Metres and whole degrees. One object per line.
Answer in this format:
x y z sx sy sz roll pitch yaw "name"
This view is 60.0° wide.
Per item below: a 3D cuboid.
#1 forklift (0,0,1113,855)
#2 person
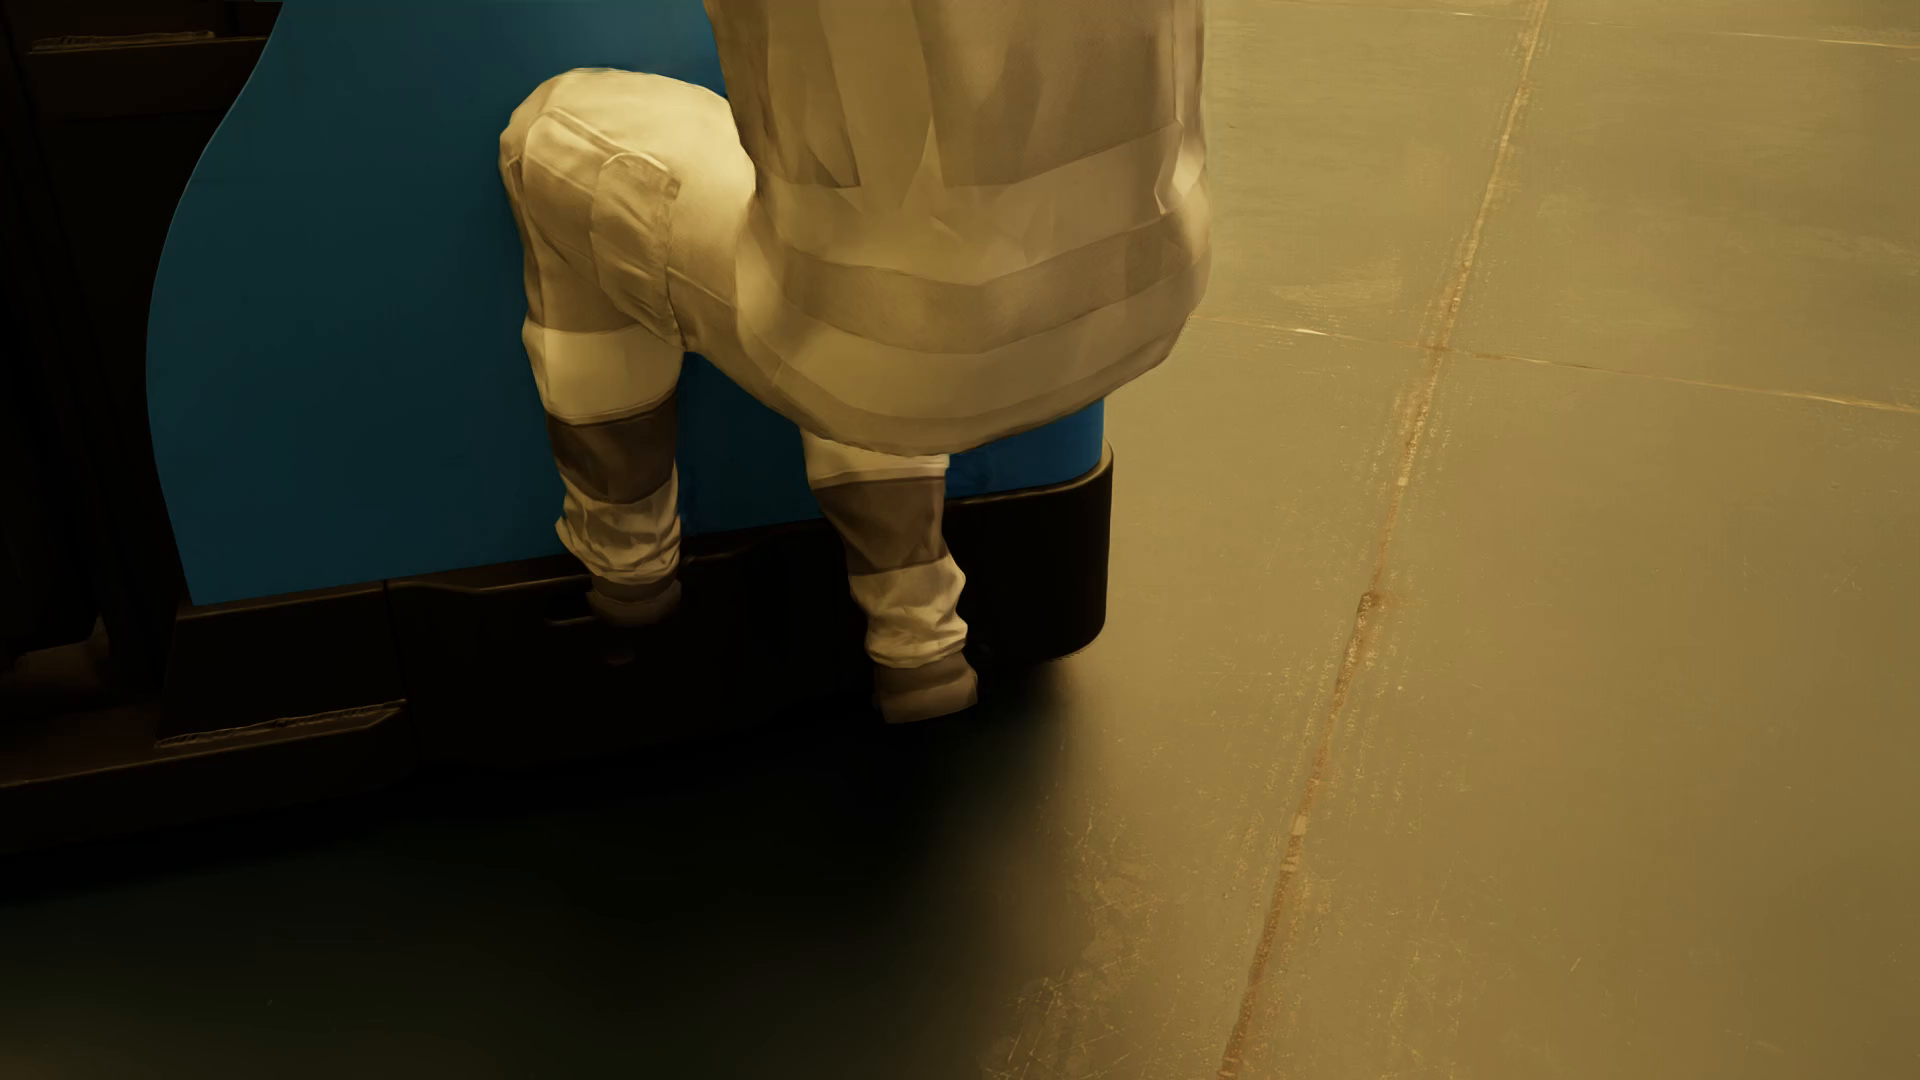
-1.386 -1.111 1.487 3.031 2.935 1.130 -8 31 -15 "forklift"
-0.141 -0.393 1.518 1.136 1.499 0.859 -20 35 -32 "person"
